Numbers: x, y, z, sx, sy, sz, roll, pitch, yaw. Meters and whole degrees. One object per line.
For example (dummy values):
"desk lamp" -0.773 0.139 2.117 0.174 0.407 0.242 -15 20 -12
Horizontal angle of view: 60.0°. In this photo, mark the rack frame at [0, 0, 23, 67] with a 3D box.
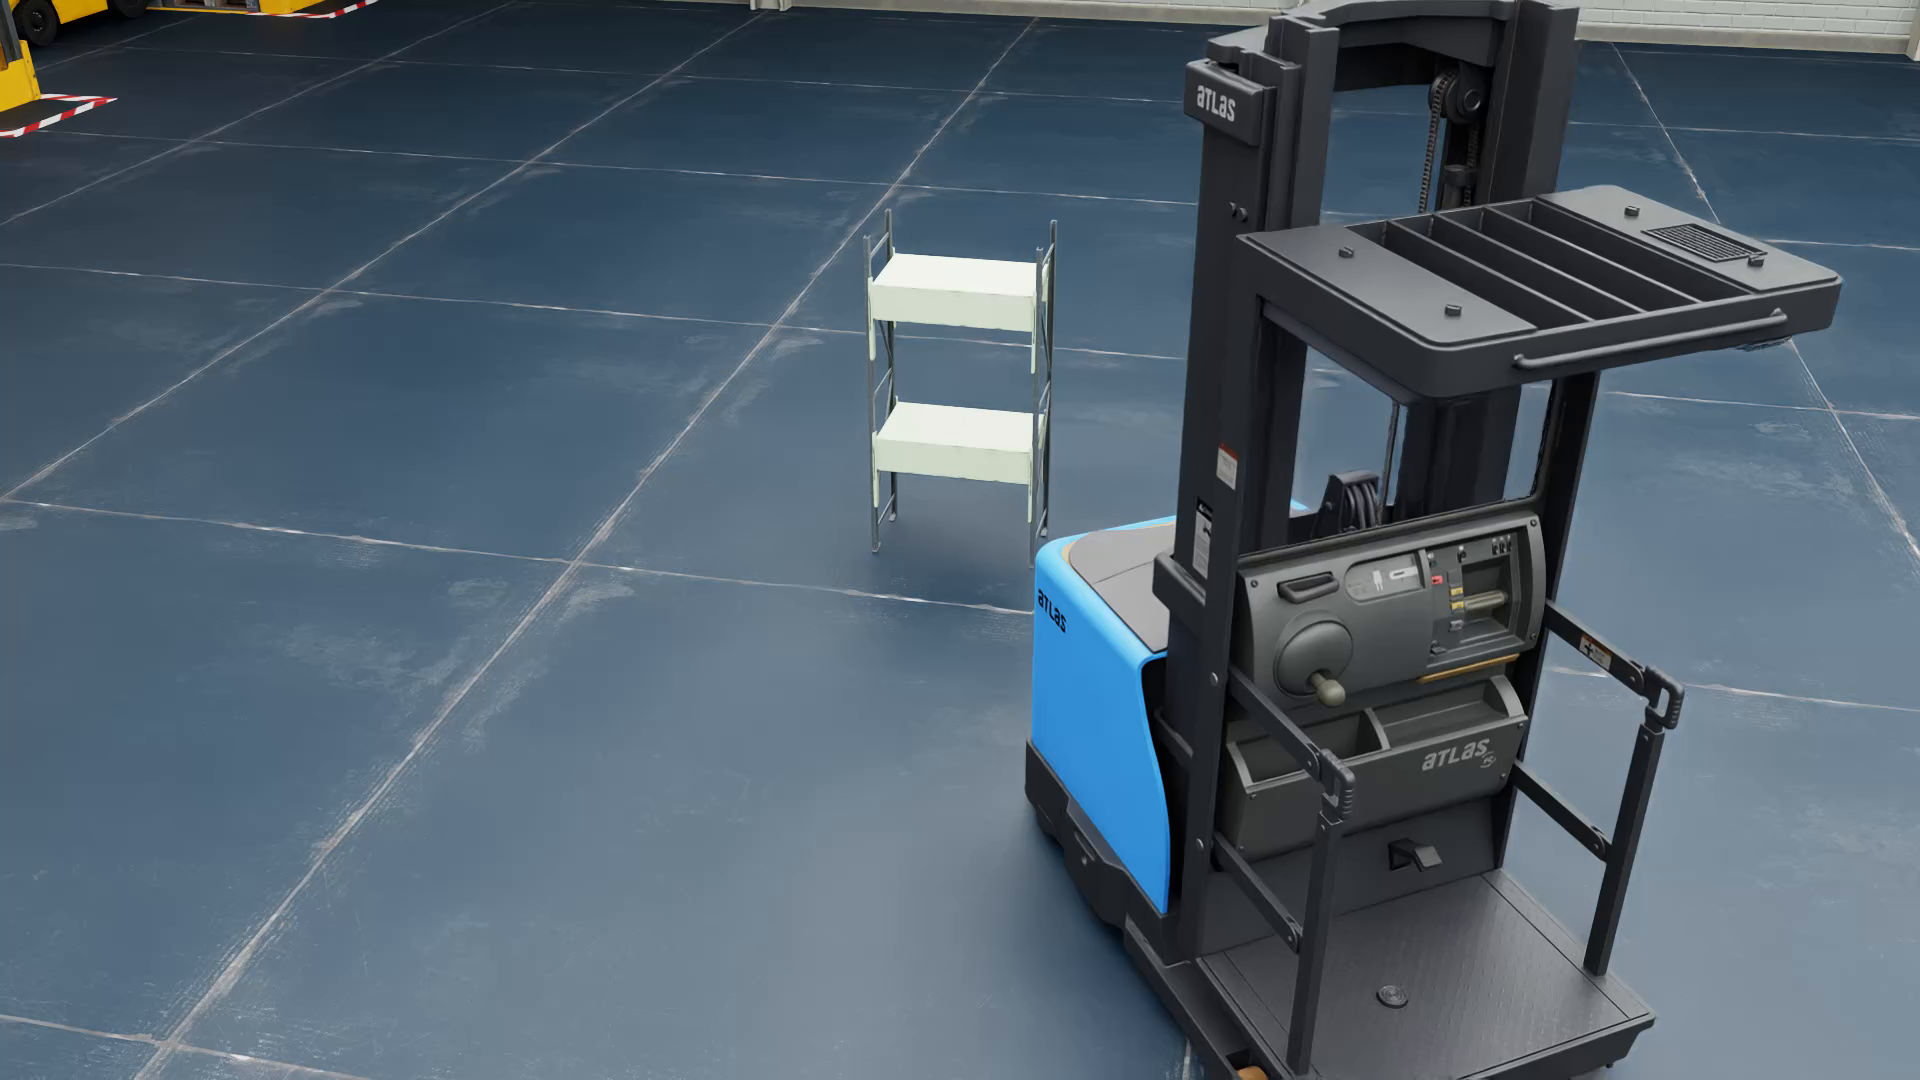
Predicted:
"rack frame" -8.526 -5.073 13.894 0.127 3.000 1.000 6 29 11

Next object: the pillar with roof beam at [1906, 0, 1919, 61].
"pillar with roof beam" 8.719 -6.703 10.622 0.400 9.000 9.100 6 29 11

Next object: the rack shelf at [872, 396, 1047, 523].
"rack shelf" 0.007 -0.371 7.545 0.720 0.370 0.431 6 29 11

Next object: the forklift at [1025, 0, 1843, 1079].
"forklift" 1.255 0.230 4.277 1.130 2.935 3.031 -11 31 -19

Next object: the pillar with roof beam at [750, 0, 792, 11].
"pillar with roof beam" -3.017 -7.906 12.820 0.400 9.000 9.100 6 29 11

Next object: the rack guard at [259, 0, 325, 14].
"rack guard" -7.469 -6.306 18.748 0.348 0.500 1.175 6 29 11

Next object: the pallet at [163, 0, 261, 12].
"pallet" -8.249 -6.239 18.926 1.213 0.211 1.003 6 29 11

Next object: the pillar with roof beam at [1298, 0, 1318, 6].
"pillar with roof beam" 2.851 -7.304 11.721 0.400 9.000 9.100 6 29 11

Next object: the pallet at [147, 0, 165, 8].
"pallet" -9.439 -6.362 19.151 1.213 0.211 1.003 6 29 11

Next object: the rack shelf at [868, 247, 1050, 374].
"rack shelf" 0.007 -1.000 7.201 0.720 0.370 0.431 6 29 11

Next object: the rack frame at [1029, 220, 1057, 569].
"rack frame" 0.364 -0.620 7.322 0.023 1.500 0.400 6 29 11

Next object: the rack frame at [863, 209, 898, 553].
"rack frame" -0.351 -0.694 7.456 0.023 1.500 0.400 6 29 11

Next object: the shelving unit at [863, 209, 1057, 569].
"shelving unit" 0.007 -0.657 7.389 0.755 1.500 0.431 6 29 11

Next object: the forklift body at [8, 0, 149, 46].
"forklift body" -9.728 -6.366 17.138 1.214 2.155 2.313 6 29 11

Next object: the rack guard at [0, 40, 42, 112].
"rack guard" -8.600 -3.985 14.508 0.348 0.500 1.175 6 29 11
